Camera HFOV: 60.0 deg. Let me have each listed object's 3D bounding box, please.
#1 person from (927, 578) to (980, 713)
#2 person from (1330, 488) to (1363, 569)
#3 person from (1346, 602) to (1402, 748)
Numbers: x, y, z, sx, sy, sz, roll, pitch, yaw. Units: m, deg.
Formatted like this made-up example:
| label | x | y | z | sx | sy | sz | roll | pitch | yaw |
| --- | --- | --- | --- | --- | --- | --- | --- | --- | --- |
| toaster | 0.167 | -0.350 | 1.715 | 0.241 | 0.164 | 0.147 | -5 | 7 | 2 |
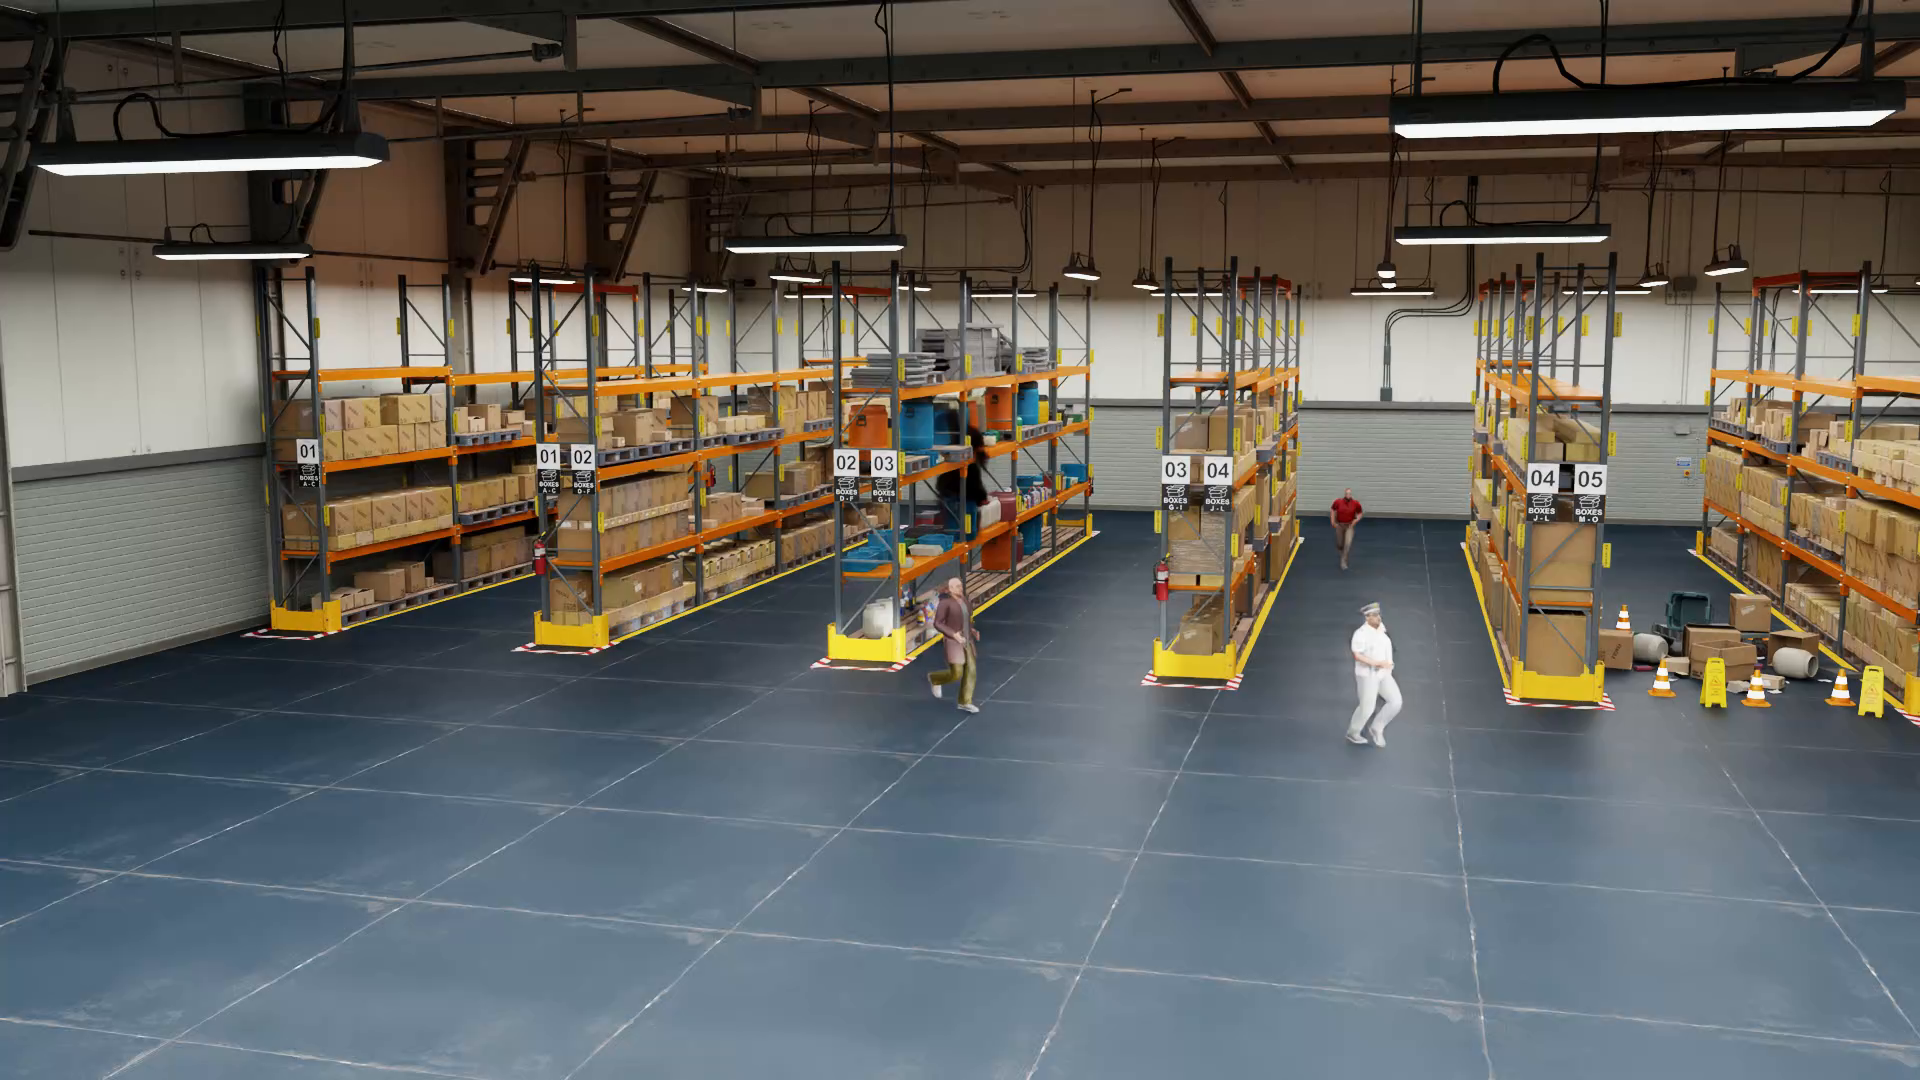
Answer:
| label | x | y | z | sx | sy | sz | roll | pitch | yaw |
| --- | --- | --- | --- | --- | --- | --- | --- | --- | --- |
| person | -0.055 | 1.367 | 21.925 | 0.870 | 1.751 | 0.723 | 7 | 10 | 43 |
| person | 8.149 | -0.257 | 35.099 | 0.667 | 1.698 | 0.759 | 2 | 7 | 14 |
| person | 4.971 | 1.624 | 19.937 | 0.668 | 1.791 | 0.683 | -5 | 9 | -34 |
